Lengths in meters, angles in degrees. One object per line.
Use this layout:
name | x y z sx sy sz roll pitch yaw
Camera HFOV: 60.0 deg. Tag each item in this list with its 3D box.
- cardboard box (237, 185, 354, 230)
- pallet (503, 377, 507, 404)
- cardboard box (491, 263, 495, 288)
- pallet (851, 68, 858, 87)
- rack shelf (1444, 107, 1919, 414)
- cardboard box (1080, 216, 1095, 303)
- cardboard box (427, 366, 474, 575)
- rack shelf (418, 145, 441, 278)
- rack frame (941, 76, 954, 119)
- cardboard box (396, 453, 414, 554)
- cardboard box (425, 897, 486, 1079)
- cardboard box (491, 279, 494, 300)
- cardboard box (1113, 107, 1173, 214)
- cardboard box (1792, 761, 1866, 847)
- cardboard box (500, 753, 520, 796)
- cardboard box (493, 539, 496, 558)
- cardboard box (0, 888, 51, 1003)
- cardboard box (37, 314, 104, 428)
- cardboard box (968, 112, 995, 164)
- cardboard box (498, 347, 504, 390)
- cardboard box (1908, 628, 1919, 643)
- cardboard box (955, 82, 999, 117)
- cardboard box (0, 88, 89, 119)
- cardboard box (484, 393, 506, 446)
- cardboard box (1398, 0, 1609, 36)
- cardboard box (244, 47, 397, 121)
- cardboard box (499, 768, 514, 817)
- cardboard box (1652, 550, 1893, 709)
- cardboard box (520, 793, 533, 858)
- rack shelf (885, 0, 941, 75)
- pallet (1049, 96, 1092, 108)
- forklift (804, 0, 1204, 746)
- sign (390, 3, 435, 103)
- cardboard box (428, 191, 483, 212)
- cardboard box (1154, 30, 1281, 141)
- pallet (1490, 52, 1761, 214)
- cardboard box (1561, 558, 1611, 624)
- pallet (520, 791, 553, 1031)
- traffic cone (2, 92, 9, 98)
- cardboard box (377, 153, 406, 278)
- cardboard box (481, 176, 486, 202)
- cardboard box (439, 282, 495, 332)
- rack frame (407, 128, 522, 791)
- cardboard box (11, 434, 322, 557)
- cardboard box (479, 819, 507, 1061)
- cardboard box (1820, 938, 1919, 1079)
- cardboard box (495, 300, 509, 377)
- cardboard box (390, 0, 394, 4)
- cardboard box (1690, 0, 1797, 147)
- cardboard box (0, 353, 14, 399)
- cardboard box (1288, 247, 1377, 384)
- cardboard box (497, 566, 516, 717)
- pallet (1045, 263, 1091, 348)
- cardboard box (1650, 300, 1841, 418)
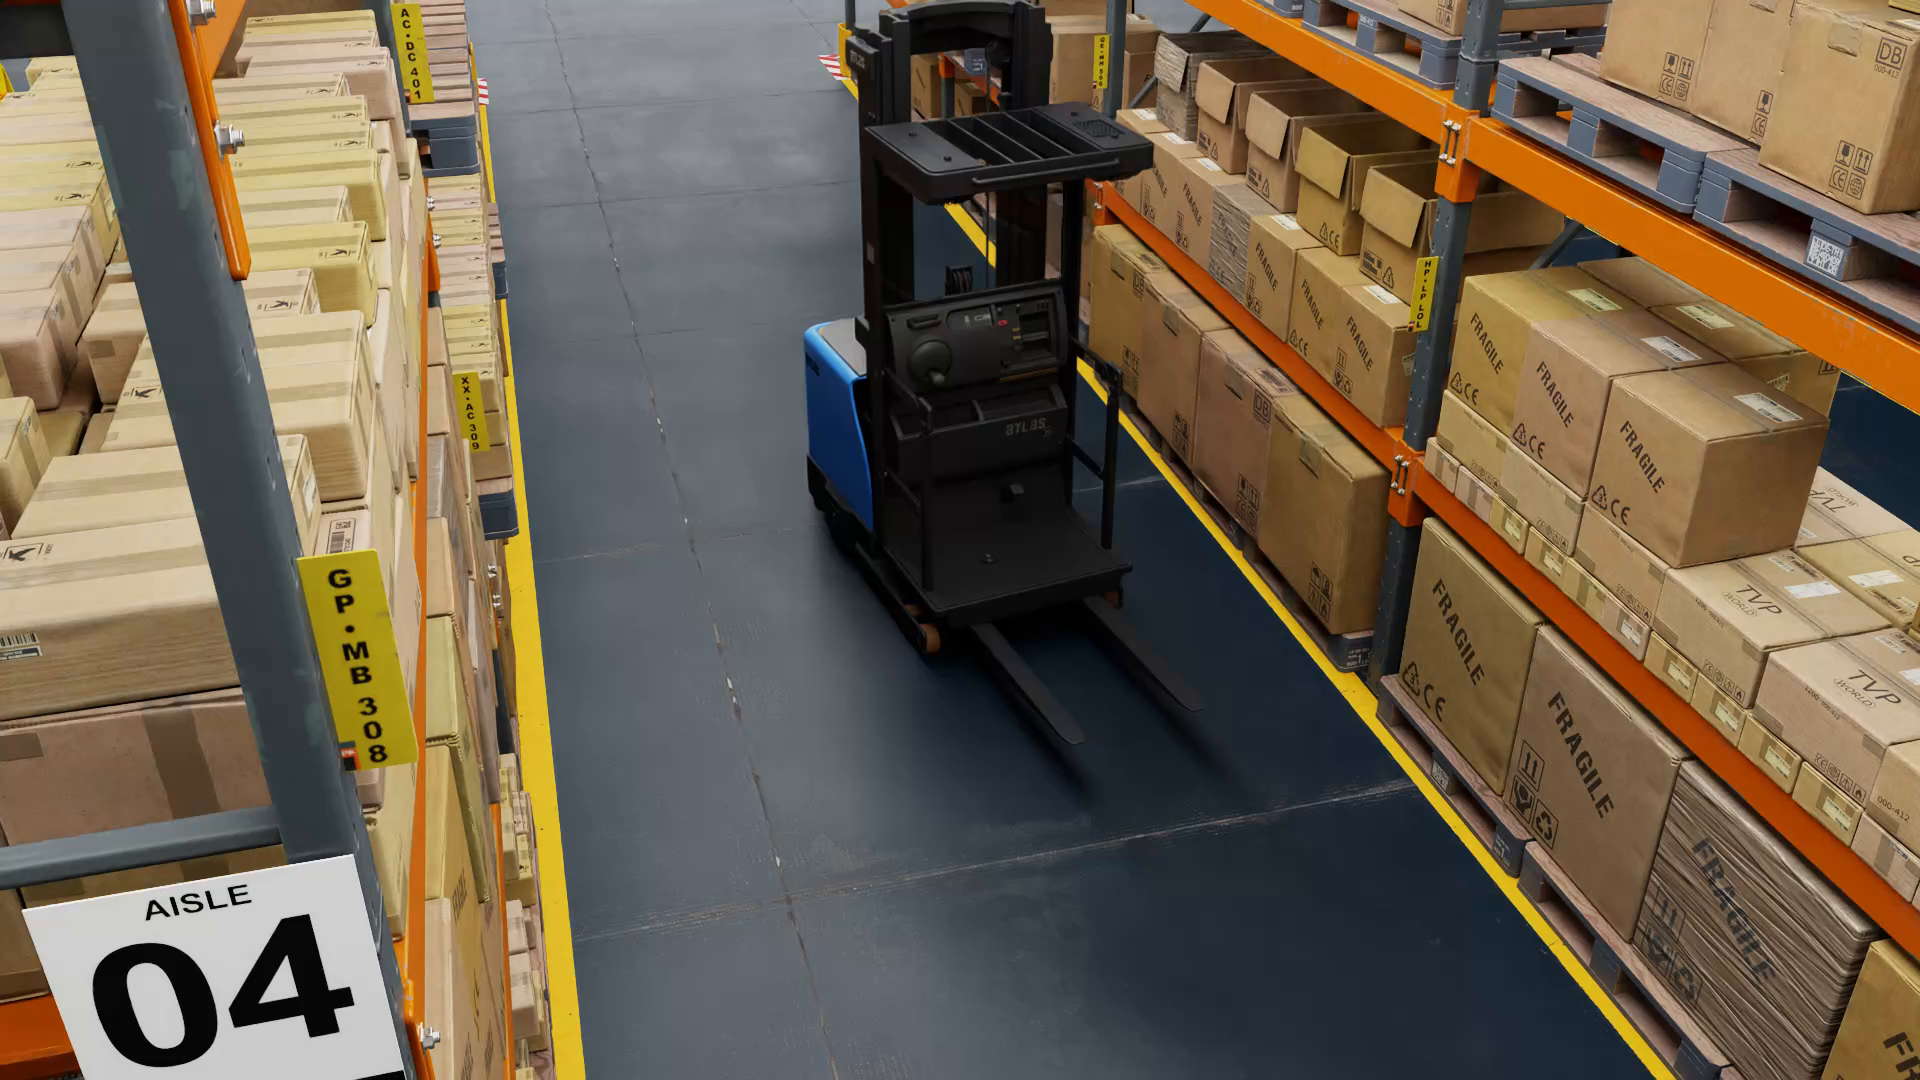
cardboard box | -1.539 -0.656 3.647 0.380 0.149 0.250 -7 31 -12
pallet | -3.549 -1.141 11.010 1.003 0.211 1.213 -8 31 -13
cardboard box | -2.570 -1.358 8.433 0.380 0.149 0.250 -9 31 -15
pallet | -0.525 -4.791 17.316 1.003 0.211 1.213 -8 31 -13
rack shelf | 2.989 -0.656 5.114 1.077 0.370 4.000 -8 31 -13
cardboard box | 1.199 -1.997 11.762 0.700 0.500 0.500 -9 31 -16
cardboard box | -1.823 -0.190 5.188 0.500 0.500 0.500 -9 31 -15
rack shelf | -2.882 -1.978 7.396 1.077 0.370 4.000 -8 31 -13
rack frame | 0.335 -4.499 14.029 1.000 3.000 0.127 -8 31 -13
cardboard box | -1.447 -0.079 3.548 0.500 0.250 0.500 -9 31 -15
cardboard box | -1.152 1.050 3.046 0.500 0.500 0.500 -8 31 -14
cardboard box | -2.429 -1.233 7.921 0.380 0.149 0.250 -8 31 -14
cardboard box | 1.263 -2.340 10.198 0.500 0.500 0.500 -7 31 -12
cardboard box | 2.835 0.784 5.152 0.380 0.149 0.250 -9 31 -14
cardboard box | -1.961 1.008 6.643 0.380 0.149 0.250 -7 31 -12
cardboard box | -2.436 -0.098 7.753 0.500 0.250 0.500 -7 31 -12
cardboard box | -1.665 0.489 2.566 0.500 0.250 0.500 -9 31 -14
cardboard box | -1.927 -0.226 3.302 0.500 0.250 0.500 -7 31 -13
cardboard box | 0.477 -3.308 14.028 0.700 0.500 0.500 -10 32 -17
cardboard box | -2.219 -0.725 7.340 0.380 0.149 0.250 -8 31 -13
cardboard box | 3.378 0.472 5.294 0.500 0.250 0.500 -9 31 -15
cardboard box | 0.267 -3.798 14.893 0.500 0.500 0.500 -9 31 -15
cardboard box | -2.321 -1.093 4.403 0.380 0.149 0.250 -9 31 -15
cardboard box | -2.012 -0.478 6.616 0.380 0.149 0.250 -7 31 -12
cardboard box | 2.295 -2.438 6.954 0.700 0.500 0.500 -7 31 -12
cardboard box | -1.819 -1.294 4.749 0.380 0.149 0.250 -8 31 -13
cardboard box | -1.899 1.025 6.317 0.380 0.149 0.250 -7 31 -13
cardboard box | 2.724 0.292 5.604 0.500 0.250 0.500 -8 31 -13
cardboard box | -1.918 1.171 6.659 0.380 0.149 0.250 -7 31 -13
rack shelf | -0.196 -5.154 15.878 1.077 0.370 4.000 -8 31 -13
pallet | 1.105 -2.814 11.310 1.213 0.211 1.003 -8 31 -13
forklift | 0.184 -0.942 7.951 1.130 2.935 3.031 -13 32 -21
sign | -1.830 -1.623 5.549 0.100 0.325 0.005 -8 31 -13
cardboard box | -2.574 -1.618 8.288 0.380 0.149 0.250 -8 31 -13
cardboard box | 1.575 -2.690 9.801 0.797 0.503 0.637 -7 31 -12
pallet | 2.665 -1.499 5.939 1.003 0.211 1.213 -8 31 -13
cardboard box | 2.496 0.165 6.222 0.380 0.149 0.250 -8 31 -14
pallet | -2.138 1.502 6.445 1.003 0.211 1.213 -8 31 -13
traffic cone | -8.924 -3.979 15.663 0.336 0.463 0.334 -8 31 -13
cardboard box | -1.713 -0.781 4.262 0.500 0.250 0.500 -7 31 -11
cardboard box | -2.770 -1.852 8.990 0.380 0.149 0.250 -7 31 -11
cardboard box | -2.221 -0.986 7.196 0.380 0.149 0.250 -8 31 -14
rack frame | -2.351 -0.025 6.299 1.000 3.000 0.127 -8 31 -13
cardboard box | -1.206 -0.027 2.561 0.380 0.149 0.250 -7 31 -11
cardboard box | -1.426 0.988 4.152 0.500 0.500 0.500 -7 31 -13
cardboard box | 3.273 1.736 4.959 0.875 0.875 0.875 -8 31 -13
cardboard box | -3.487 -1.471 10.623 1.050 0.750 0.750 -8 31 -14
cardboard box | -2.382 -1.919 6.247 0.500 0.311 0.500 -8 31 -14
cardboard box | 2.862 -1.572 5.358 0.700 0.500 0.500 -6 31 -11
cardboard box | -1.875 -0.206 2.870 0.380 0.149 0.250 -7 31 -12
cardboard box | 1.946 -1.108 8.071 0.500 0.500 0.500 -7 31 -12
cardboard box | -2.291 0.483 7.497 0.500 0.500 0.500 -7 31 -11
pallet | 1.190 -1.738 12.042 1.003 0.211 1.213 -8 31 -13
cardboard box | 2.967 -0.595 6.388 0.500 0.500 0.500 -8 31 -13
